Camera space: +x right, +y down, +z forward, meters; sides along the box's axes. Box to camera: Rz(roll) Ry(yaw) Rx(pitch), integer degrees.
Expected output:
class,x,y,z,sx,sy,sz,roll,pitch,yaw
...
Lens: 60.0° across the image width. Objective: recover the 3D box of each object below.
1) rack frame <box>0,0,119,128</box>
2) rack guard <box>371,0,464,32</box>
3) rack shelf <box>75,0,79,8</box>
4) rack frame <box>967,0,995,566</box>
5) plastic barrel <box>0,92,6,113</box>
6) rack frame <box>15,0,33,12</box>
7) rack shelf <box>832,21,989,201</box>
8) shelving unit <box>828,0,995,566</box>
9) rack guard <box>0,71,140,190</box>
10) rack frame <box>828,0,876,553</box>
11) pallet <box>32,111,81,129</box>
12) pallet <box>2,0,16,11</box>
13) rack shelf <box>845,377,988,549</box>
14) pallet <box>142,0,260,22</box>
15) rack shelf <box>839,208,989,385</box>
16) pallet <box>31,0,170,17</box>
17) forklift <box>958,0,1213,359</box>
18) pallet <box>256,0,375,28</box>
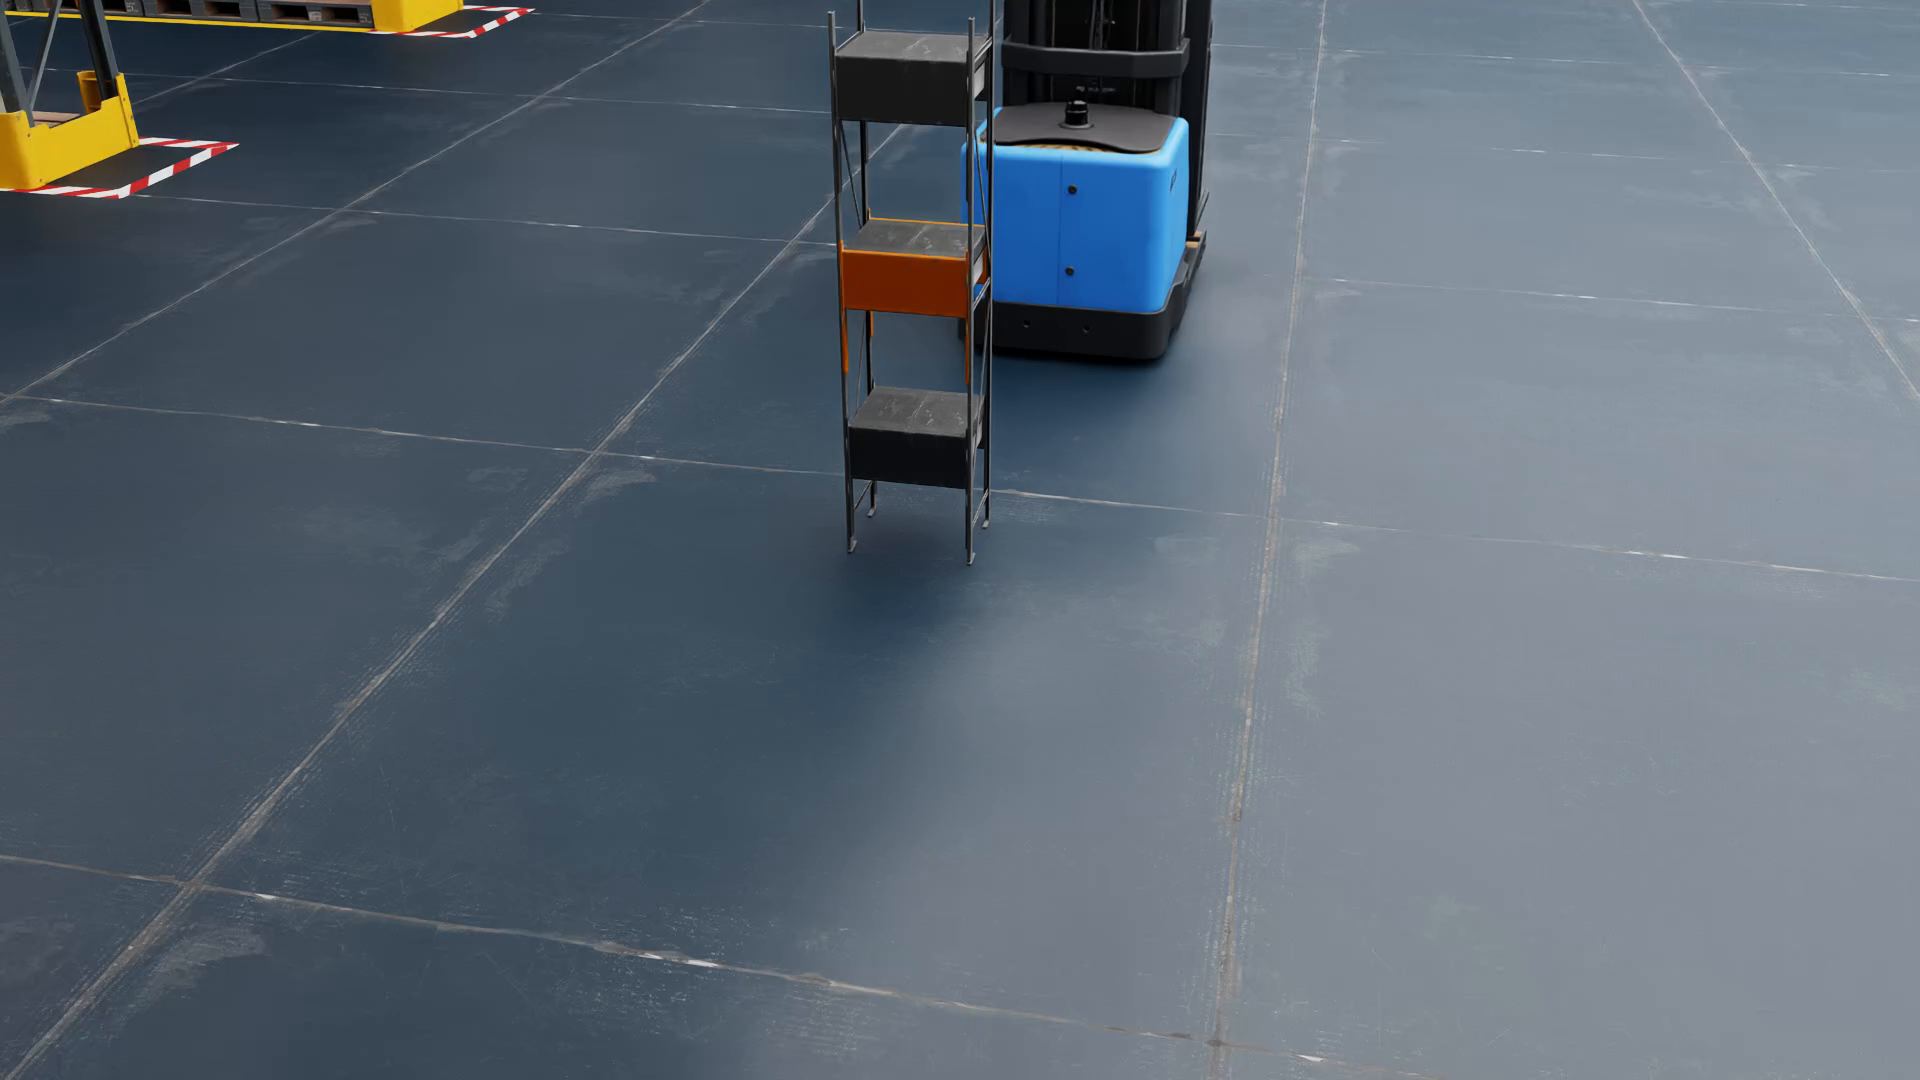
class,x,y,z,sx,sy,sz,roll,pitch,yaw
rack frame,-6.077,-3.926,10.798,0.127,3.000,1.000,6,29,11
rack guard,-5.117,-5.163,15.660,0.348,0.500,1.175,6,29,11
rack shelf,-8.033,-3.811,11.337,4.000,0.370,1.077,6,29,11
rack frame,0.077,-0.913,6.231,0.015,2.100,0.400,6,29,11
plastic barrel,-6.737,-3.049,11.349,0.421,0.512,0.421,0,29,0
rack frame,-8.955,-6.653,15.779,0.127,3.000,1.000,6,29,11
rack shelf,-0.162,-1.540,5.947,0.480,0.518,0.431,6,29,11
shelving unit,-0.162,-0.938,6.276,0.503,2.100,0.431,6,29,11
rack guard,-6.161,-2.815,11.371,0.348,0.500,1.175,6,29,11
rack frame,-0.401,-0.962,6.321,0.015,2.100,0.400,6,29,11
pallet,-6.955,-2.772,11.594,1.213,0.211,1.003,6,29,11
pallet,-9.716,-5.507,16.590,1.213,0.211,1.003,6,29,11
rack shelf,-0.162,-0.312,6.619,0.480,0.518,0.431,6,29,11
pallet,-7.094,-5.258,16.134,1.213,0.211,1.003,6,29,11
rack shelf,-0.162,-0.926,6.283,0.480,0.518,0.431,6,29,11
pallet,-8.290,-5.379,16.356,1.213,0.211,1.003,6,29,11
forklift,0.827,-2.872,8.944,1.130,2.935,3.031,7,29,12
pallet,-5.904,-5.135,15.909,1.213,0.211,1.003,6,29,11
